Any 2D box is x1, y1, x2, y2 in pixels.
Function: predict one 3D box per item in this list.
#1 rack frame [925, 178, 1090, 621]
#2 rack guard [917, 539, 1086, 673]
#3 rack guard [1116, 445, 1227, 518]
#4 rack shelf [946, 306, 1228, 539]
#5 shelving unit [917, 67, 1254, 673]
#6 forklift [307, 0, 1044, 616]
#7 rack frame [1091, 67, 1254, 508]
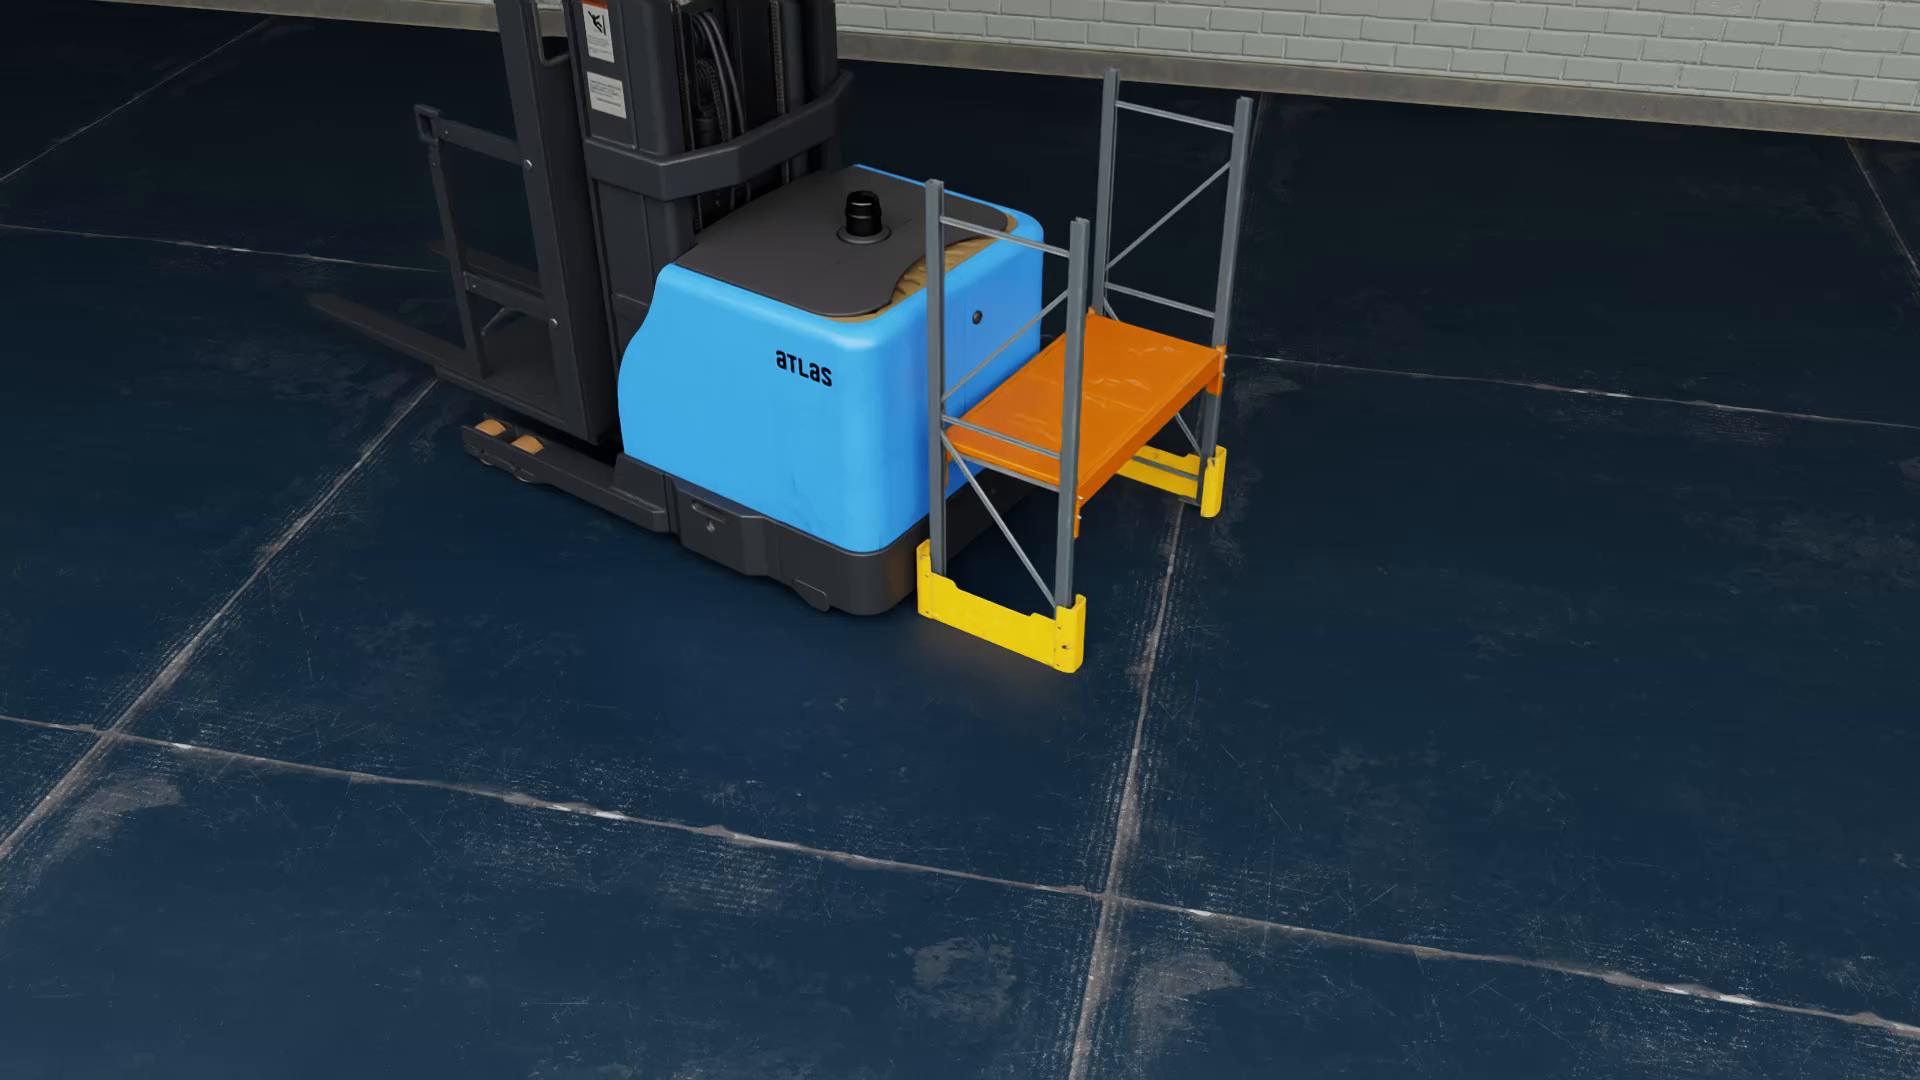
[{"bbox_3d":[0.123,-0.300,4.885,0.500,1.500,0.032,21,41,26],"label":"rack frame"},{"bbox_3d":[0.123,0.206,5.253,0.587,0.250,0.087,21,41,26],"label":"rack guard"},{"bbox_3d":[0.661,-0.286,5.932,0.587,0.250,0.087,21,41,26],"label":"rack guard"},{"bbox_3d":[0.397,-0.405,5.337,0.538,0.185,1.000,21,41,26],"label":"rack shelf"},{"bbox_3d":[0.392,-0.546,5.226,0.587,1.500,1.083,21,41,26],"label":"shelving unit"},{"bbox_3d":[-1.211,-1.626,5.496,3.031,2.935,1.130,23,42,28],"label":"forklift"},{"bbox_3d":[0.671,-0.802,5.578,0.500,1.500,0.032,21,41,26],"label":"rack frame"}]
